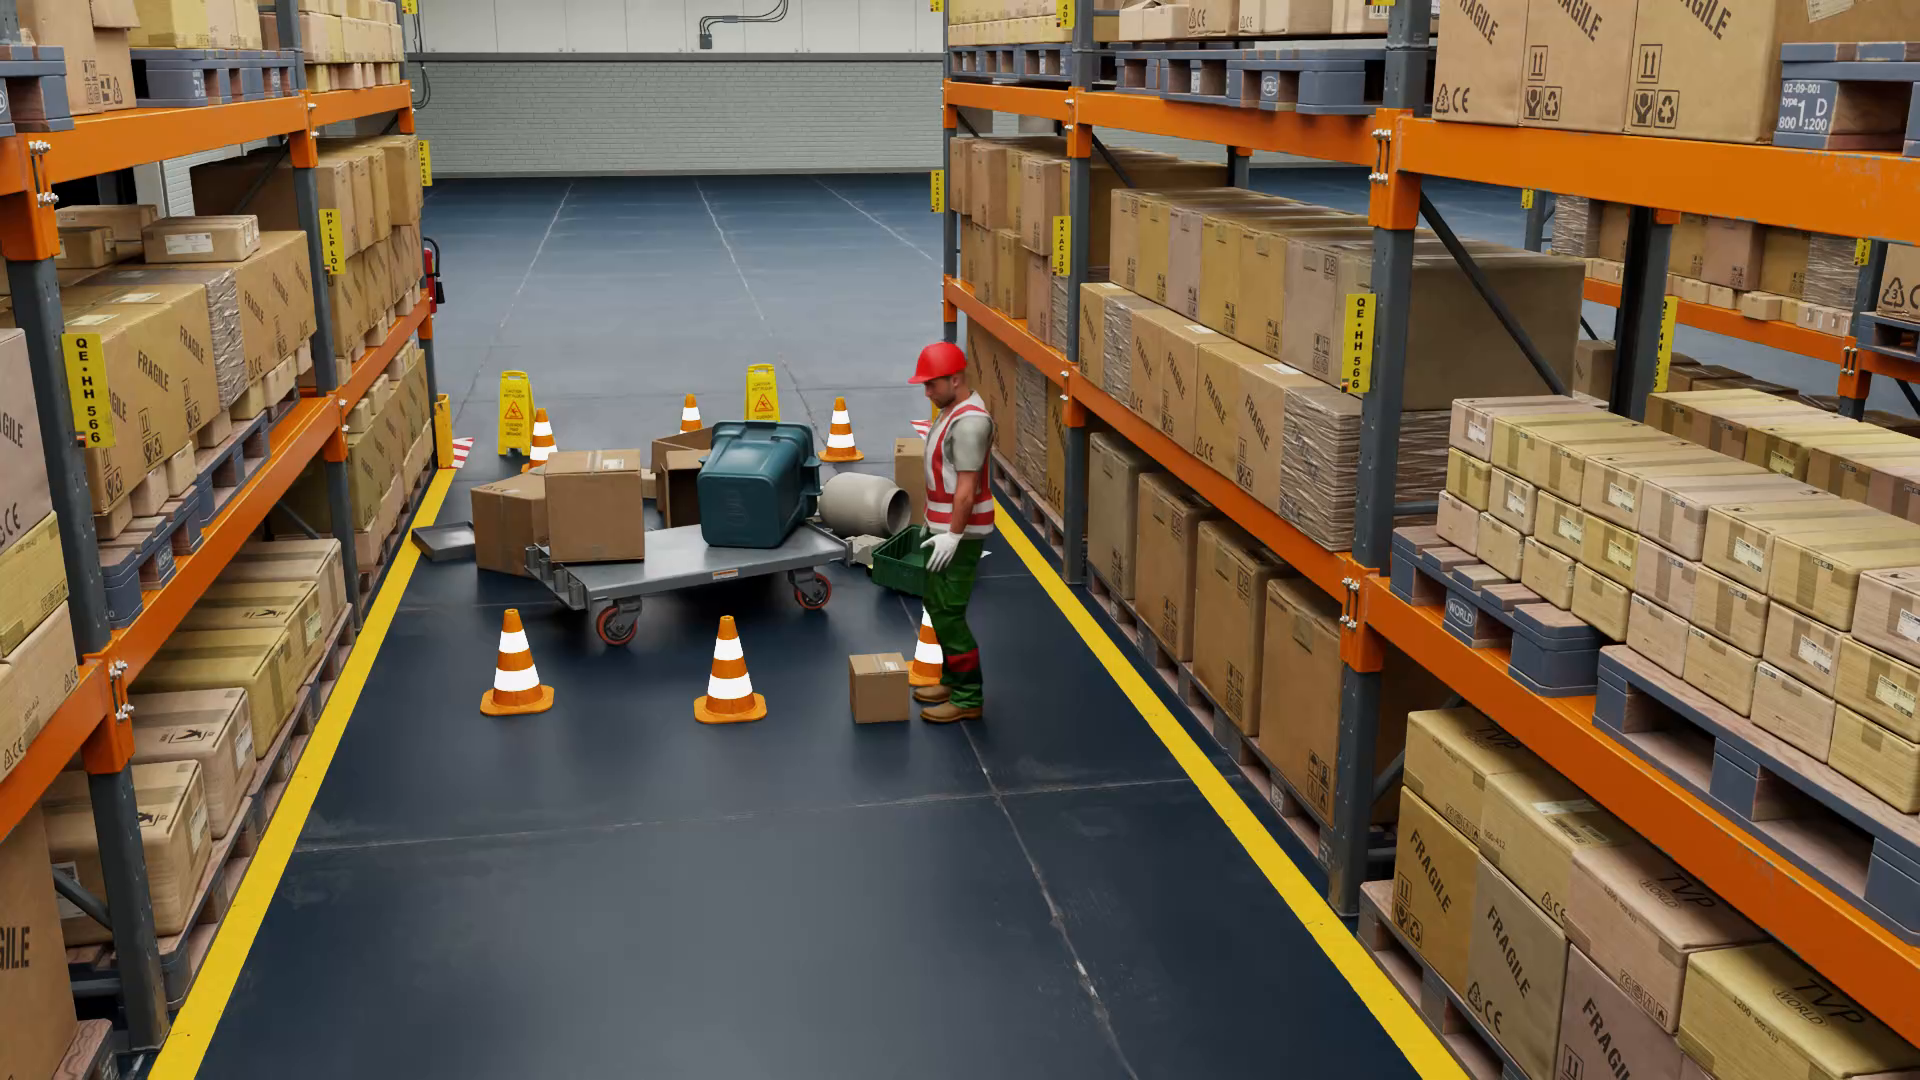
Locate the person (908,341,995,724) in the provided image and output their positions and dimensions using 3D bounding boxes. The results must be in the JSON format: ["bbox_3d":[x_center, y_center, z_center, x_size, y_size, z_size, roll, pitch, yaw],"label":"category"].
[{"bbox_3d":[-0.043,-0.037,7.658,0.388,1.768,0.533,-3,16,-9],"label":"person"}]
